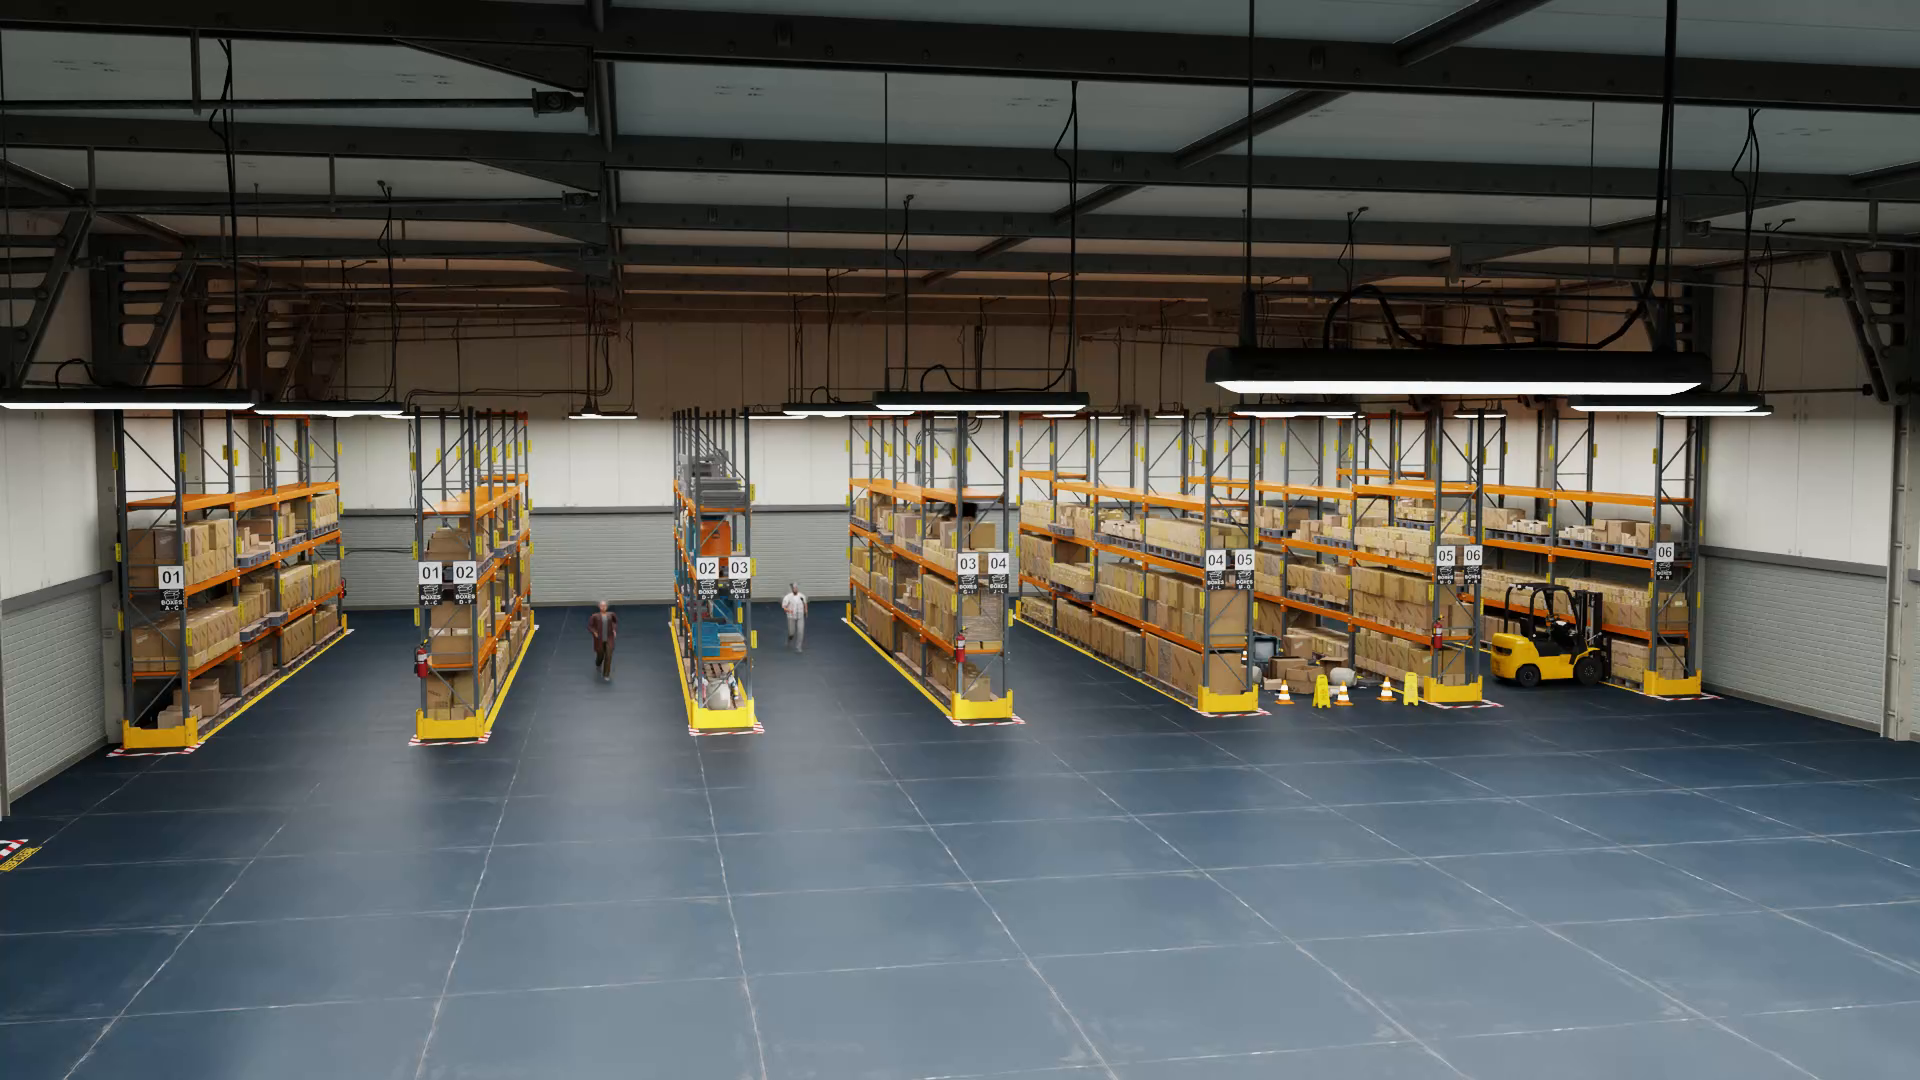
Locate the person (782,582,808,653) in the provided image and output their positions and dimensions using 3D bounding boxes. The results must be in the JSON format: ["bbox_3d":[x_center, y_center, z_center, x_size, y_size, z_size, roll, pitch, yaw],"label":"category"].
[{"bbox_3d":[-4.089,1.907,41.384,0.674,1.740,0.782,-1,4,-19],"label":"person"}]

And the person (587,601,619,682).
[{"bbox_3d":[-7.900,2.230,36.884,0.712,1.764,0.918,-2,4,-21],"label":"person"}]
